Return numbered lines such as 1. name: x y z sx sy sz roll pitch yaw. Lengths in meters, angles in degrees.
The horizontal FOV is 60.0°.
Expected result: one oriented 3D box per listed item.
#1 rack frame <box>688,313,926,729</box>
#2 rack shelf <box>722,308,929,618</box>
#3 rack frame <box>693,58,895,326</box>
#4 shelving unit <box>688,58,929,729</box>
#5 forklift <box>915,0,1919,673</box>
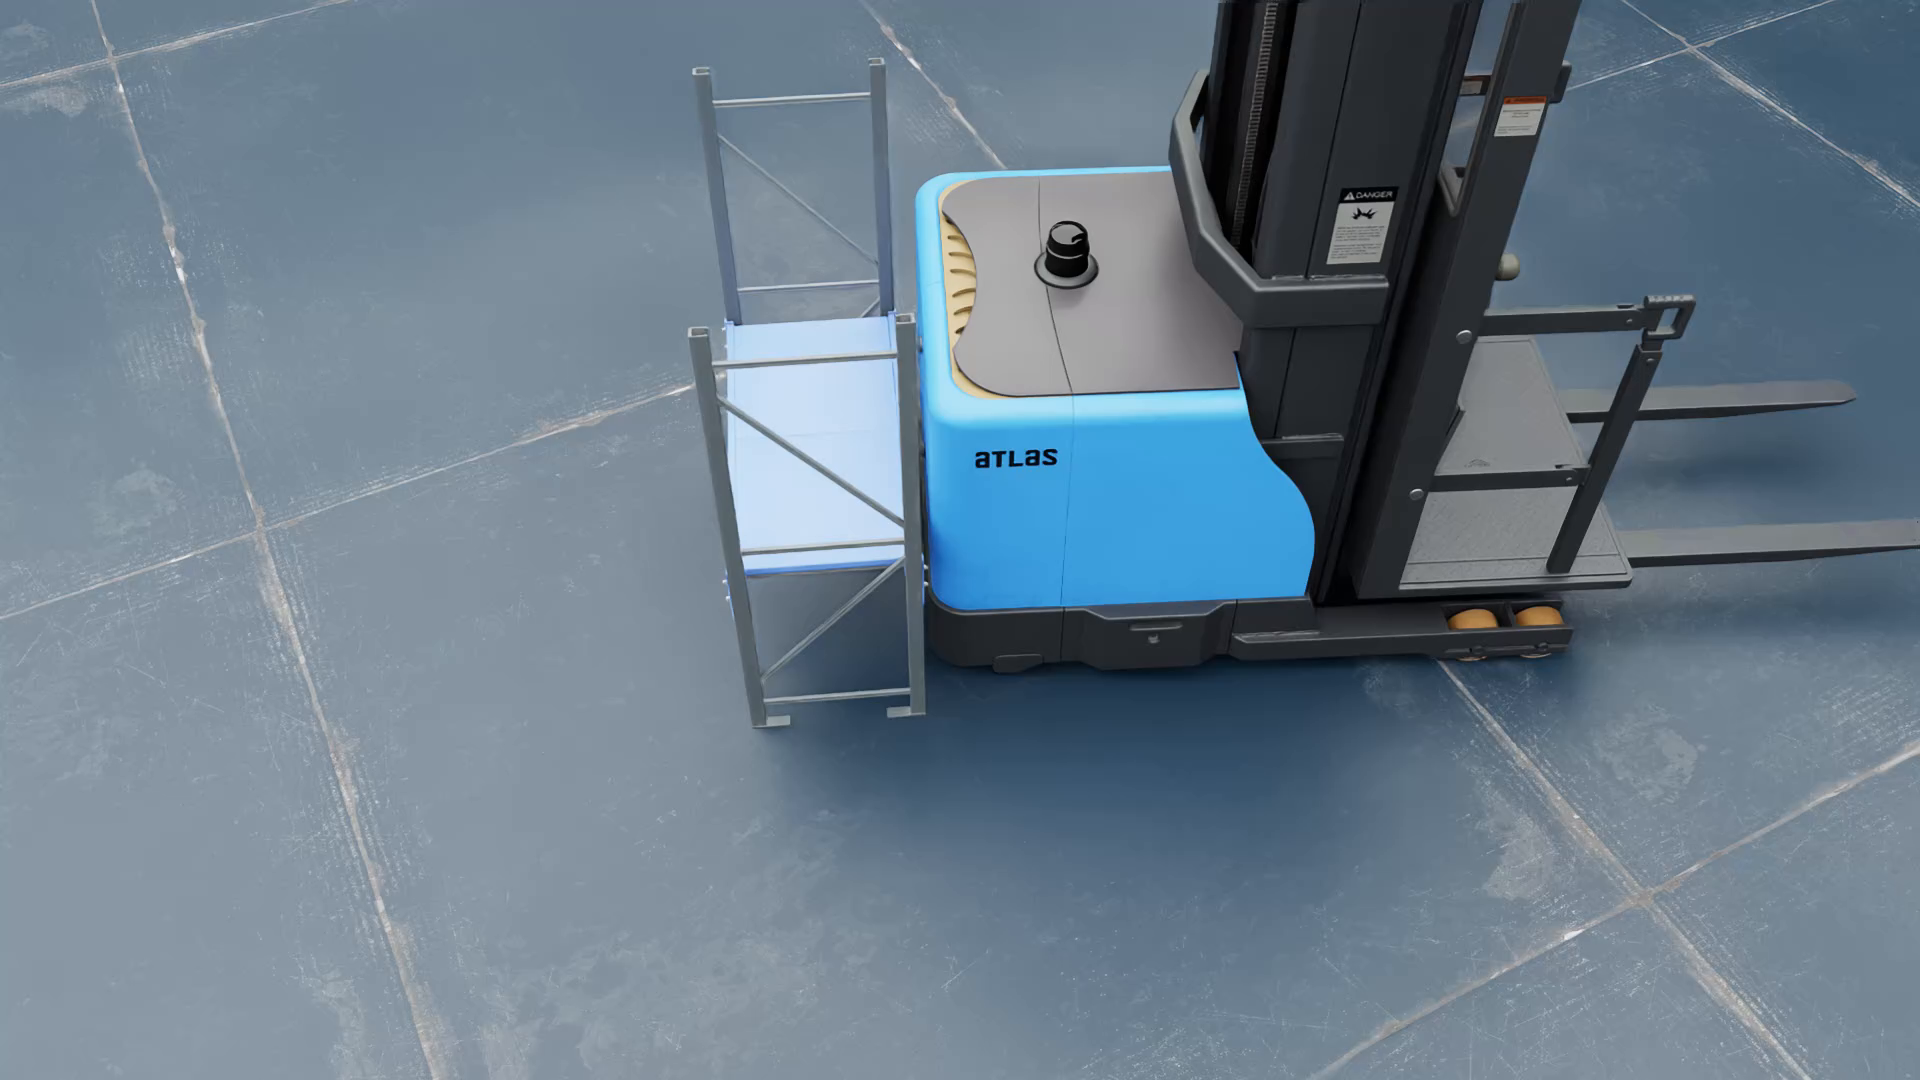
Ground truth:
1. rack frame: -0.349 0.019 4.237 0.500 1.500 0.032 -4 49 -4
2. rack shelf: -0.397 -0.243 4.705 0.538 0.185 1.000 -4 49 -4
3. rack frame: -0.446 -0.742 4.903 0.500 1.500 0.032 -4 49 -4
4. shelving unit: -0.397 -0.362 4.570 0.538 1.500 1.048 -4 49 -4
5. forklift: 1.396 -1.005 4.182 3.031 2.935 1.130 -2 49 -2
